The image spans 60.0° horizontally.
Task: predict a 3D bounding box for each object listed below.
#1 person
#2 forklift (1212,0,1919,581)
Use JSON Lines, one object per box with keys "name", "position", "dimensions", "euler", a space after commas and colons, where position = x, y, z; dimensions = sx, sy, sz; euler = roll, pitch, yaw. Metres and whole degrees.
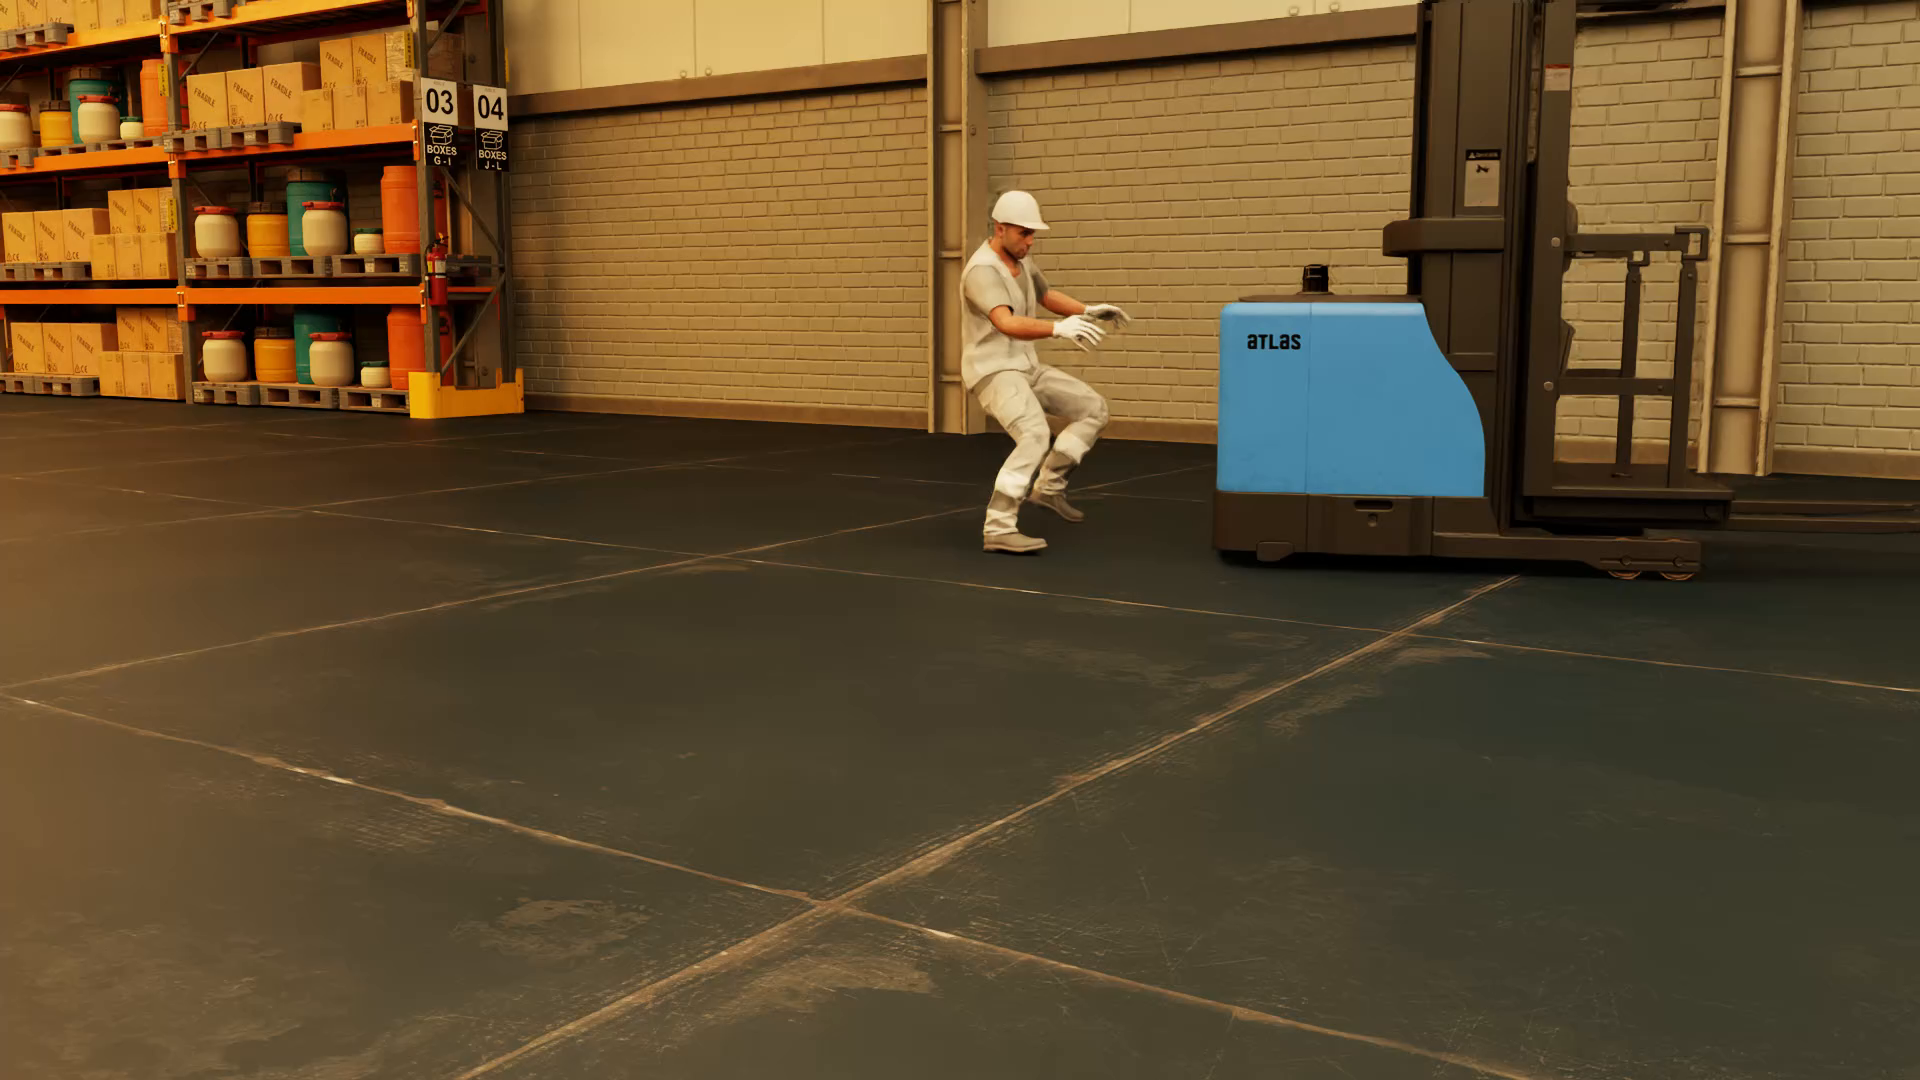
{"name": "person", "position": [0.389, -0.773, 7.490], "dimensions": [0.787, 1.569, 0.978], "euler": [4, 9, 28]}
{"name": "forklift", "position": [2.612, -1.372, 6.840], "dimensions": [3.031, 2.935, 1.130], "euler": [1, 8, 10]}
